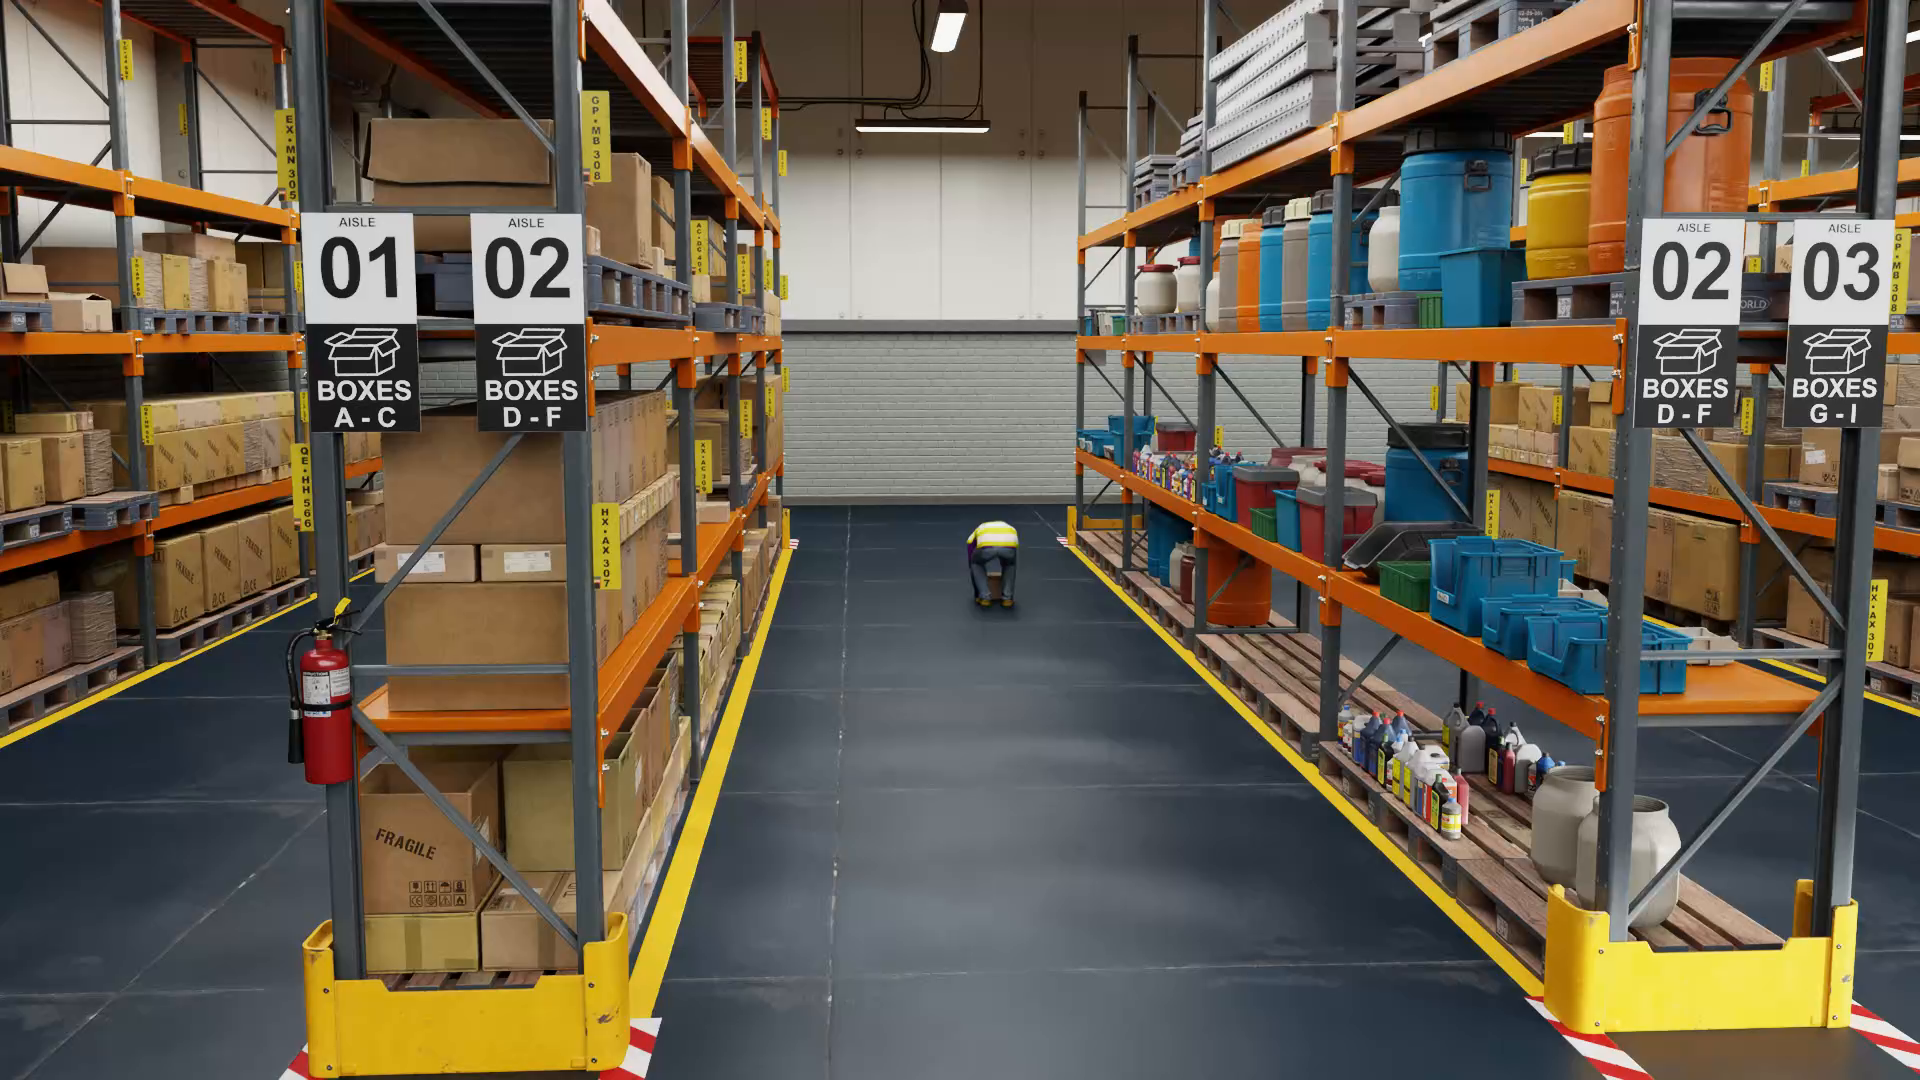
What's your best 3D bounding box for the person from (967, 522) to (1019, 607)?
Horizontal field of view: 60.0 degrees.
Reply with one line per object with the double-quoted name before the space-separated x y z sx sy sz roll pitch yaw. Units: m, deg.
"person" 0.340 0.234 17.522 0.513 0.885 0.979 -1 7 -6
